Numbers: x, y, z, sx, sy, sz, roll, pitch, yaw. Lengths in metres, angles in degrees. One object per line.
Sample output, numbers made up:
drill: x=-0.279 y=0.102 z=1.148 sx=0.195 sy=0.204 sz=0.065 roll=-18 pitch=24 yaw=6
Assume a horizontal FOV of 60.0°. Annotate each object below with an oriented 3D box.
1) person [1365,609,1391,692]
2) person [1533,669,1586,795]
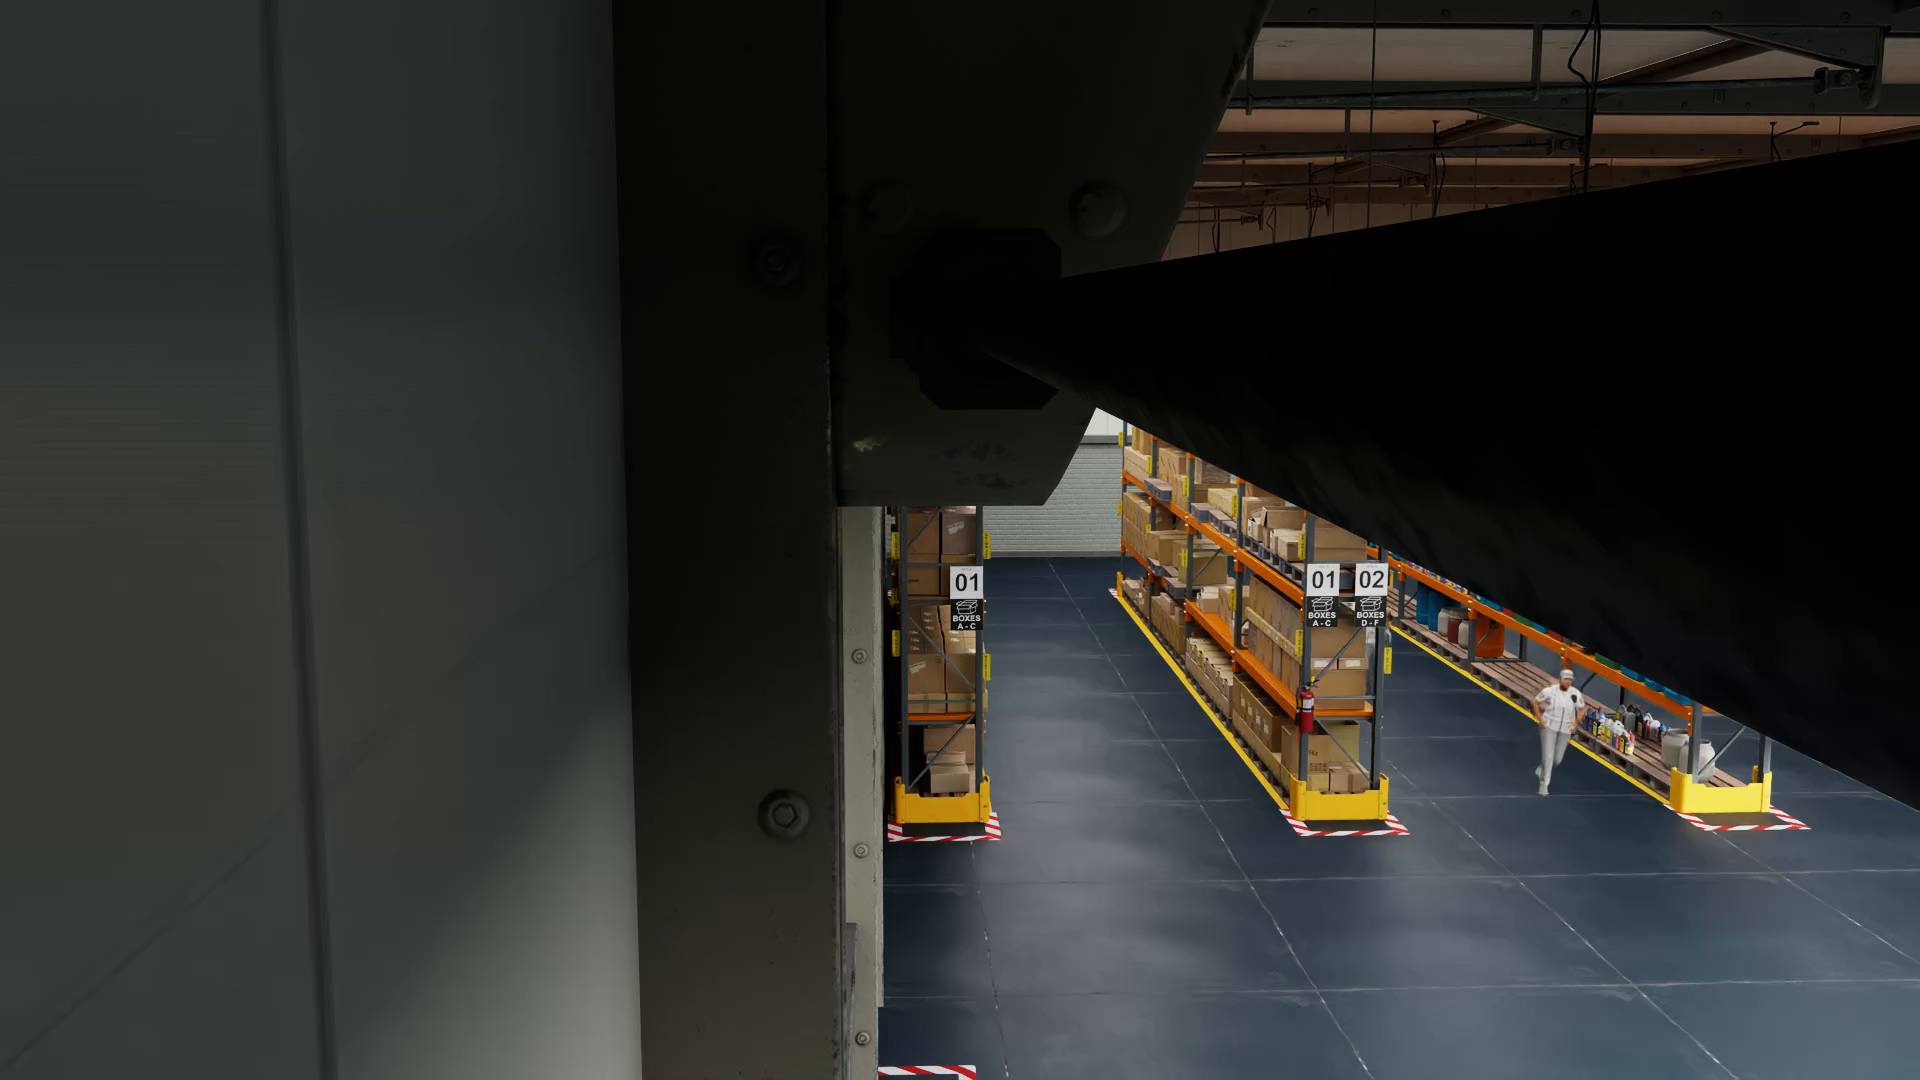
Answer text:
person: x=6.696 y=1.679 z=26.918 sx=0.666 sy=1.814 sz=0.823 roll=-1 pitch=8 yaw=-4
person: x=7.879 y=2.480 z=21.885 sx=0.665 sy=1.627 sz=0.741 roll=1 pitch=8 yaw=6
